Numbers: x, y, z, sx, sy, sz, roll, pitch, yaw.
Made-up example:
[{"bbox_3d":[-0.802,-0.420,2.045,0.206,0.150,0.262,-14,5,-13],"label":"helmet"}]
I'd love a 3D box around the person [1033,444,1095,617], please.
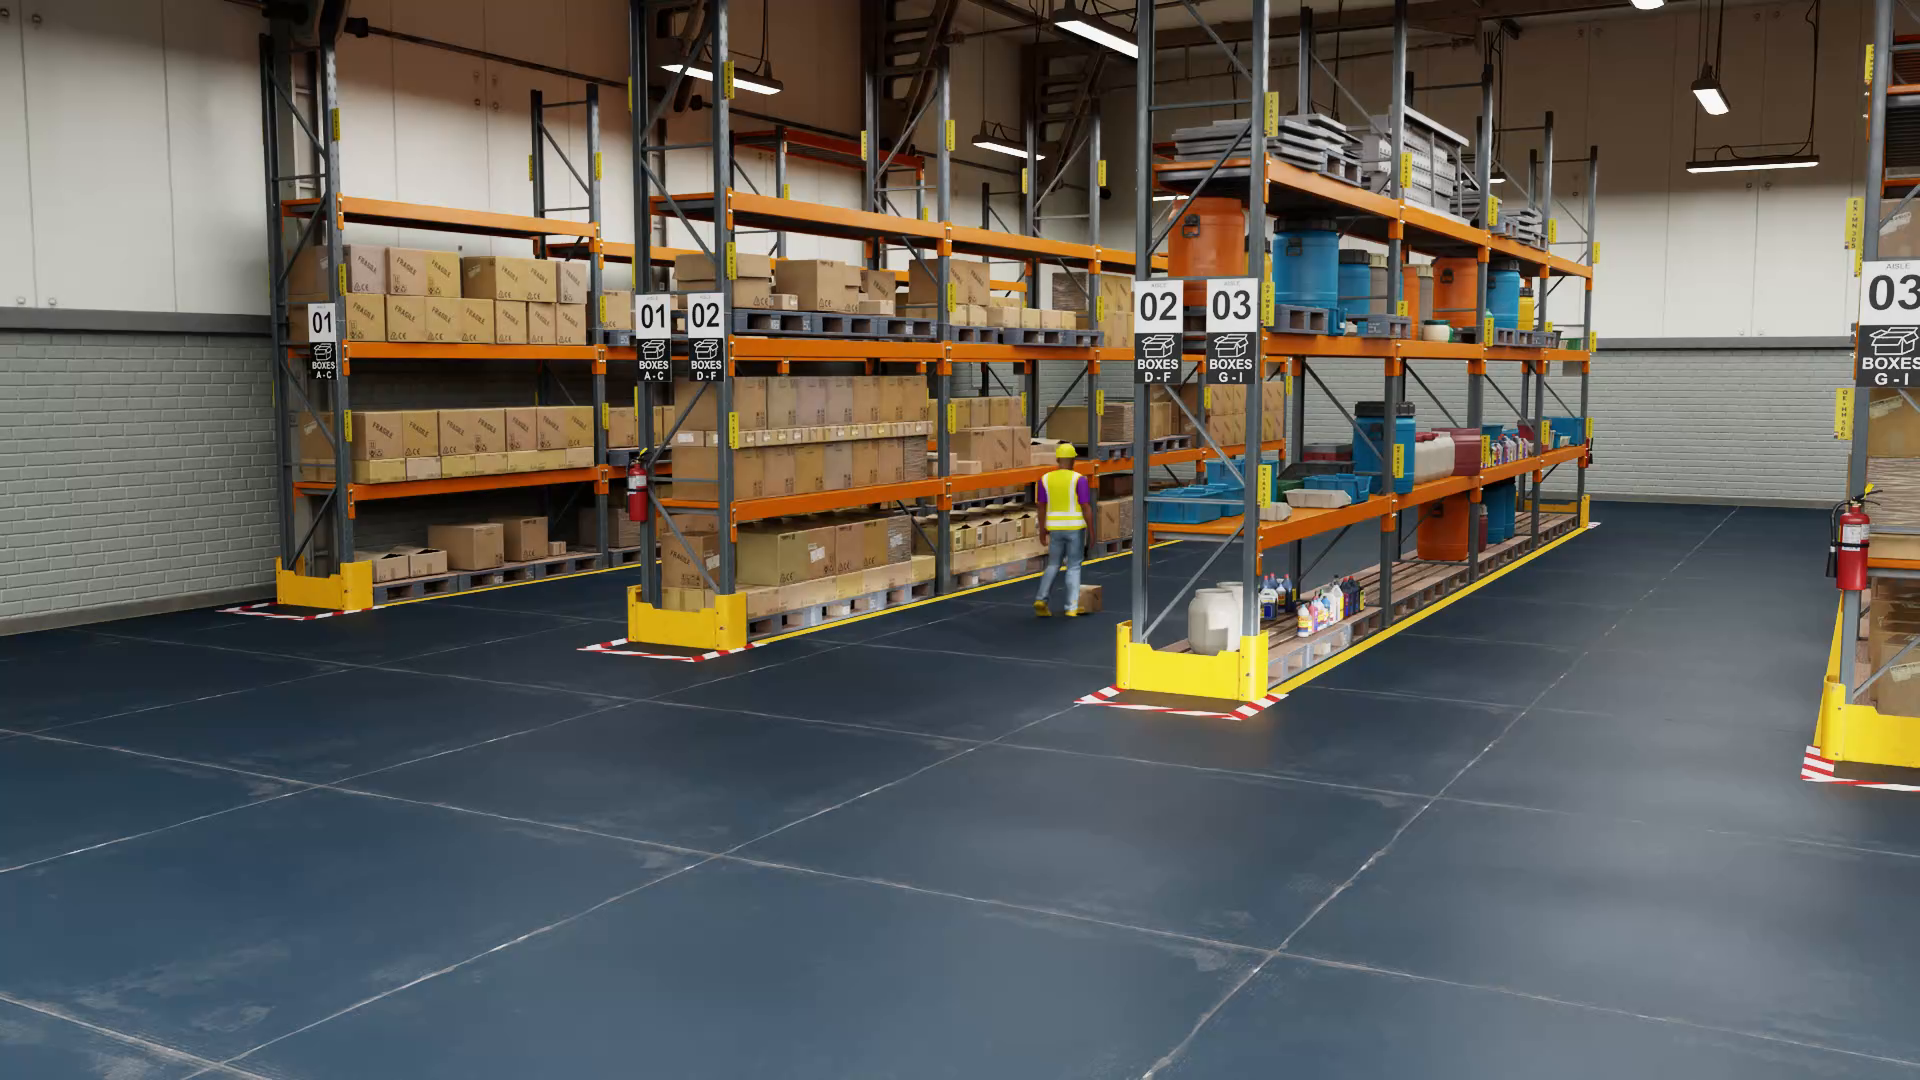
[{"bbox_3d":[1.090,-0.087,16.943,0.600,1.791,0.542,3,7,29],"label":"person"}]
